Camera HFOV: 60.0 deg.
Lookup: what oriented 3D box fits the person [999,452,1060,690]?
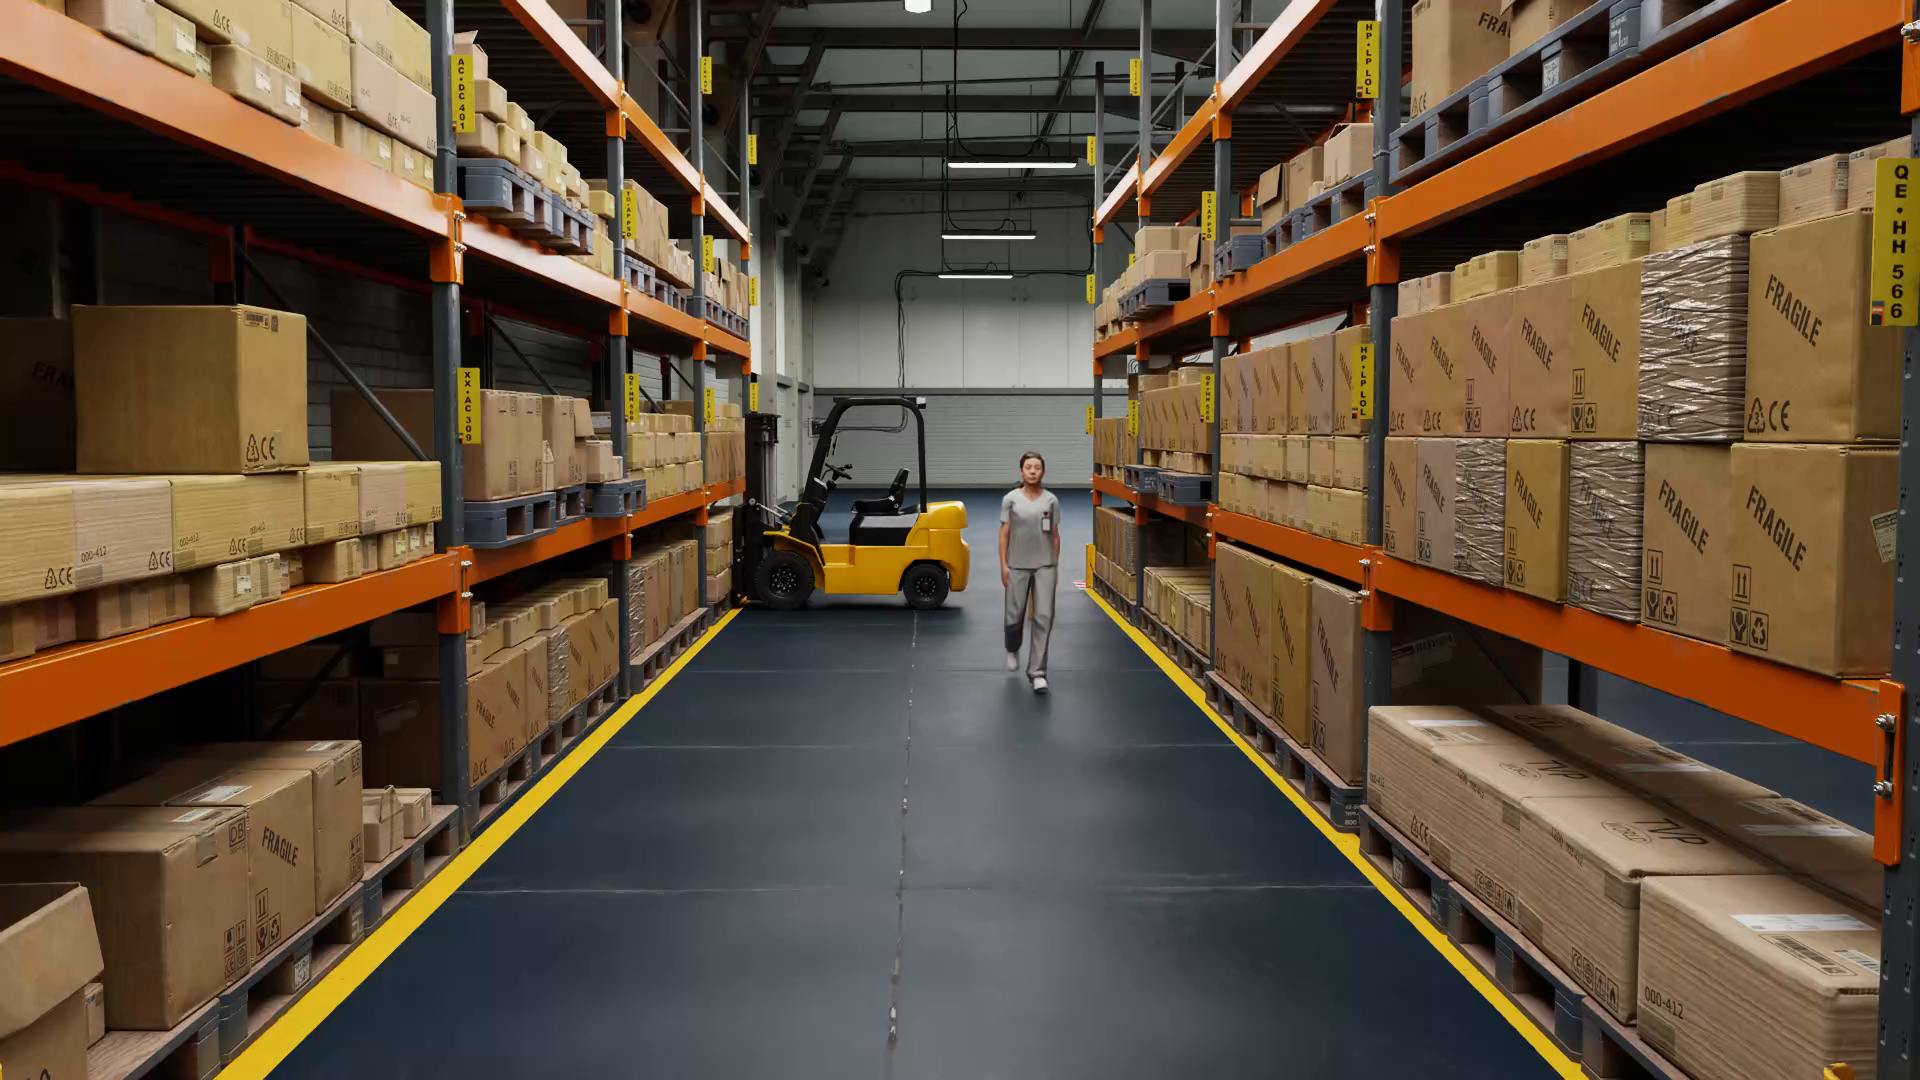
[{"bbox_3d":[0.491,0.200,11.771,0.443,1.651,0.713,0,4,-3],"label":"person"}]
